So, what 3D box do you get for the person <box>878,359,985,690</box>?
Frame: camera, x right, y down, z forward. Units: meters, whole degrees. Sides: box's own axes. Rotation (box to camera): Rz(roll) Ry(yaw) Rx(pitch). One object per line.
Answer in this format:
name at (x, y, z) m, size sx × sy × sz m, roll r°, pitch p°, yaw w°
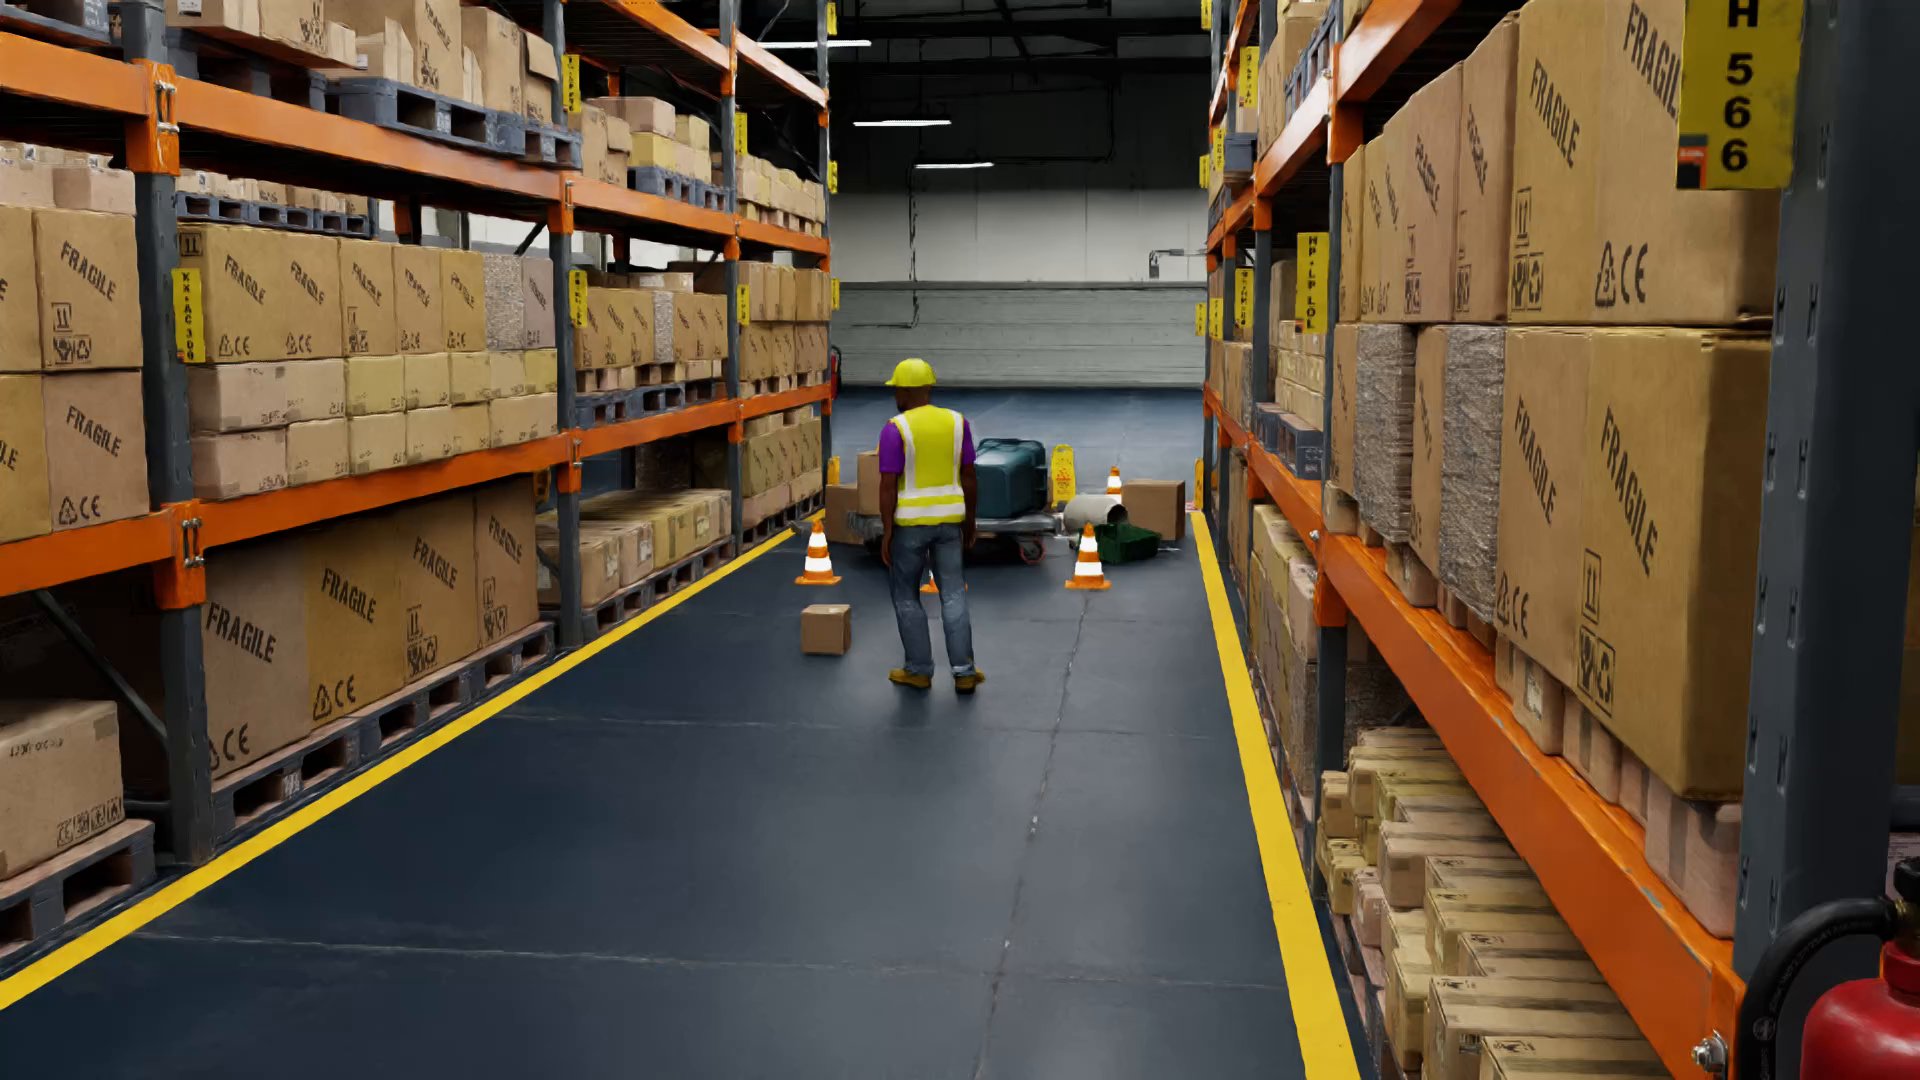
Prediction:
person at (-0.160, -0.082, 8.842) m, size 0.600 × 1.754 × 0.563 m, roll -4°, pitch 8°, yaw -26°
